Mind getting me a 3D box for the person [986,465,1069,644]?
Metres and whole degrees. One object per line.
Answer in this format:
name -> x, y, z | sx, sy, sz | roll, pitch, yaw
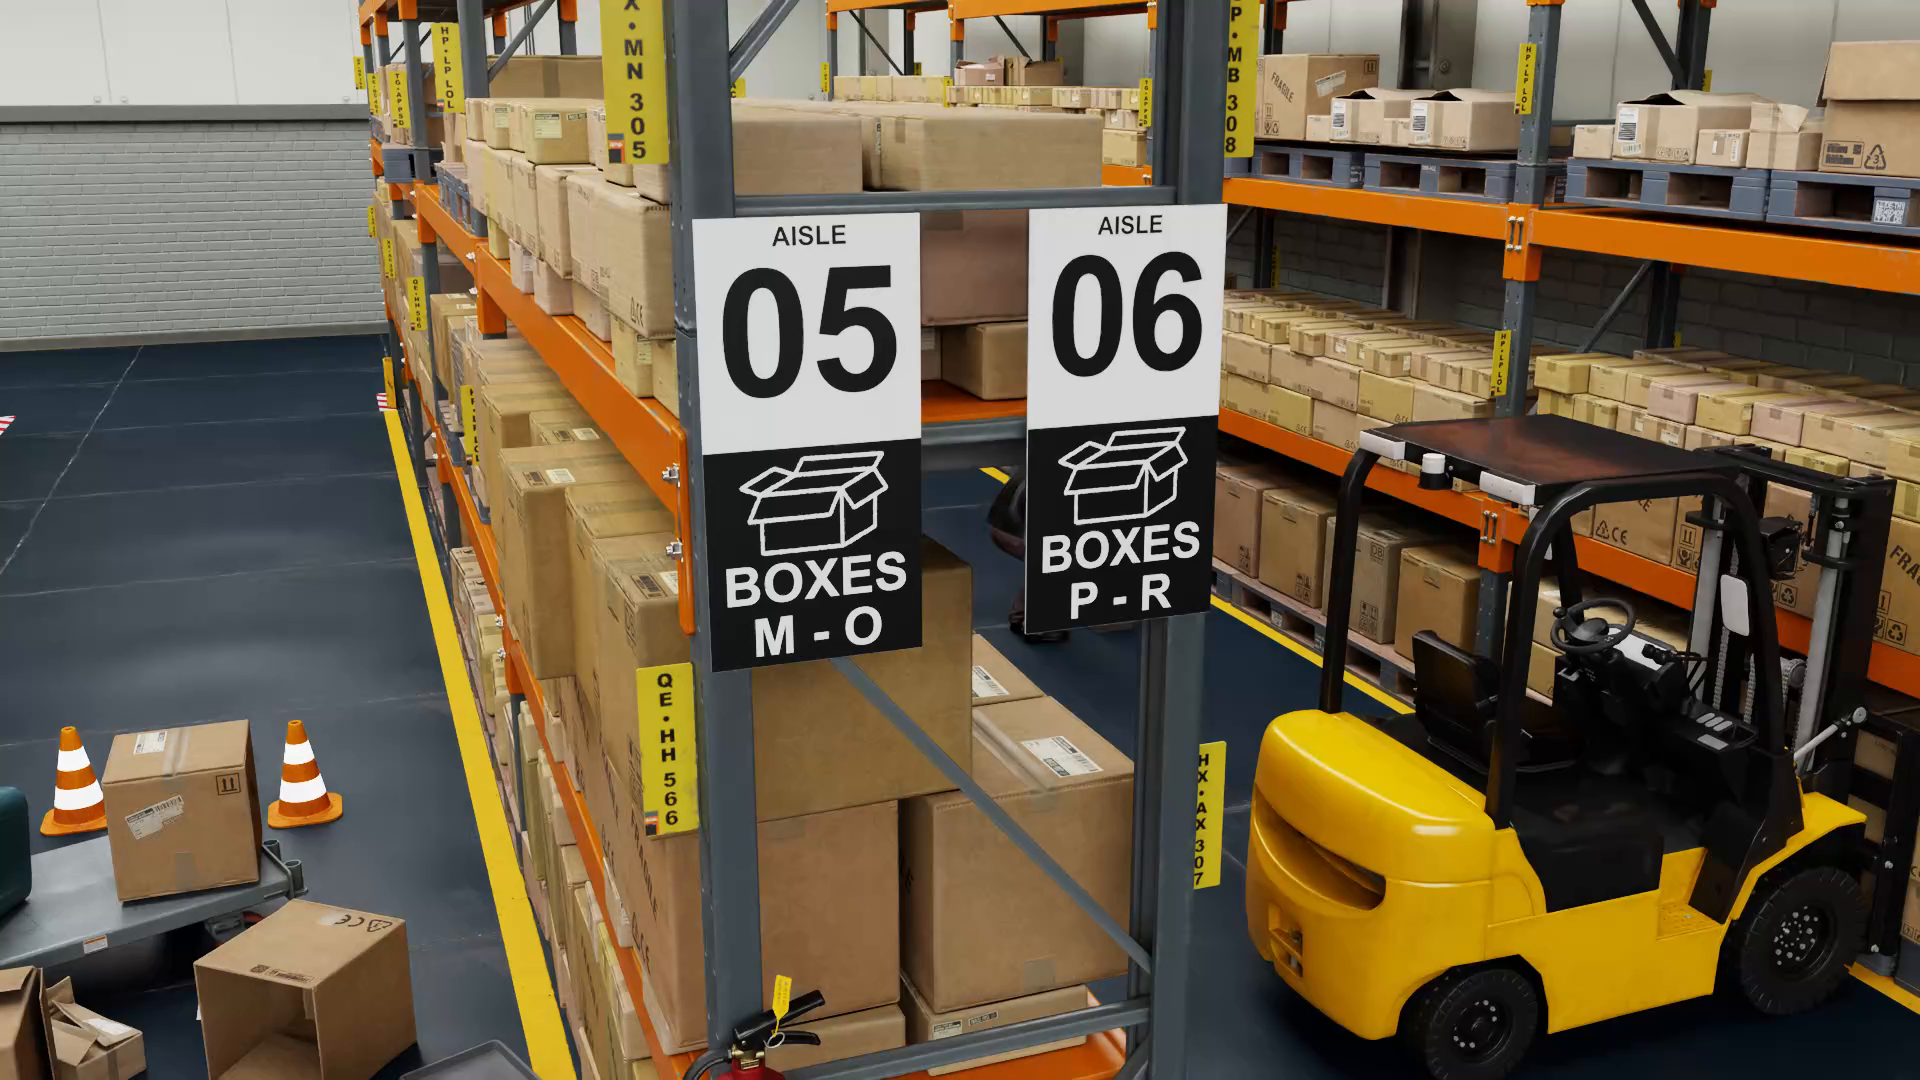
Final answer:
person -> 0.531, -0.060, 10.499 | 0.740, 1.348, 0.591 | -6, 17, -20
